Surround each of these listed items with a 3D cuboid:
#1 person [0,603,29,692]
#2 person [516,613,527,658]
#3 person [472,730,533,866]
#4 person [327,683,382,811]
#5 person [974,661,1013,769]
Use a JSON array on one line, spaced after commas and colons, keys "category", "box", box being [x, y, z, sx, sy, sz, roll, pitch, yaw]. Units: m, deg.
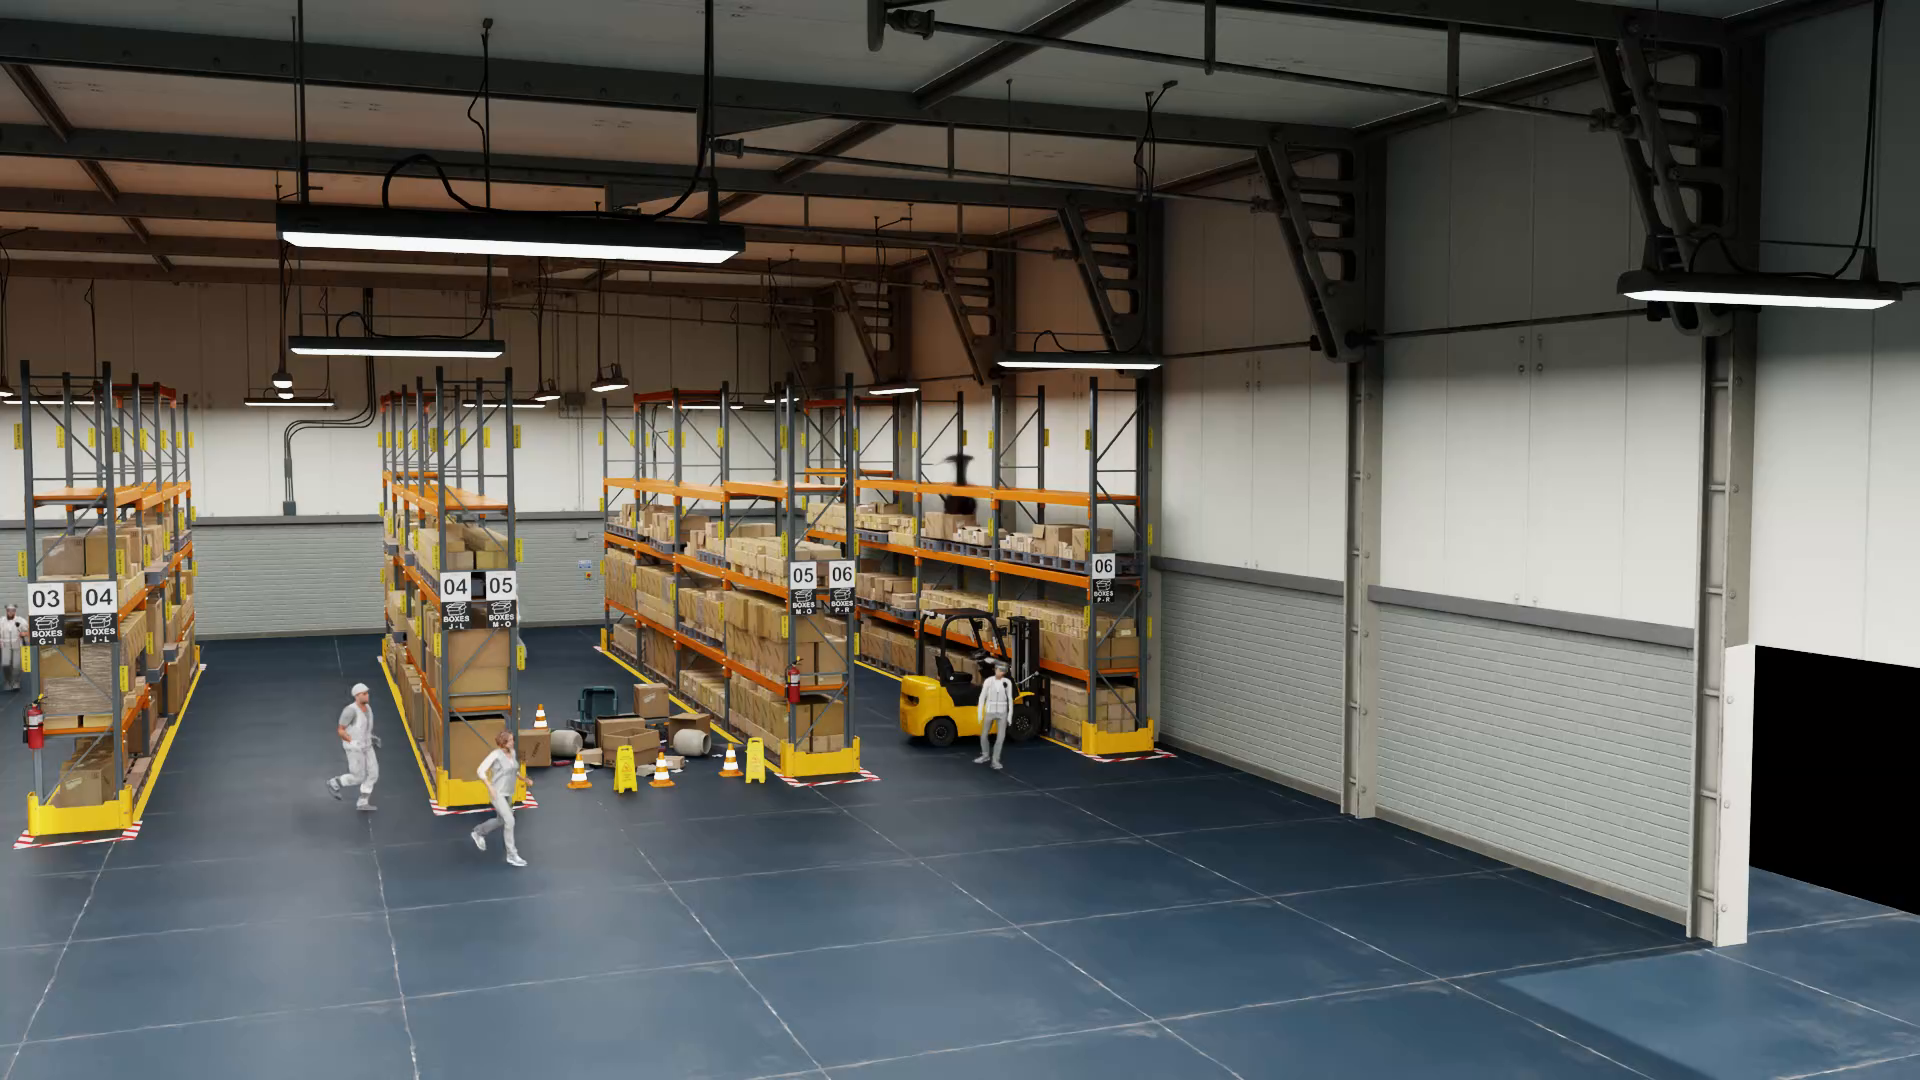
[{"category": "person", "box": [-18.874, 2.143, 33.068, 0.666, 1.785, 0.670, -1, 4, -23]}, {"category": "person", "box": [-10.386, 1.860, 38.230, 0.883, 1.672, 0.712, 1, 4, 19]}, {"category": "person", "box": [-5.492, 3.047, 19.699, 0.844, 1.565, 0.519, 1, 4, 22]}, {"category": "person", "box": [-8.171, 2.788, 22.427, 0.728, 1.728, 0.641, 1, 4, 20]}, {"category": "person", "box": [0.510, 2.654, 25.364, 0.593, 1.652, 0.478, 0, 3, -2]}]
